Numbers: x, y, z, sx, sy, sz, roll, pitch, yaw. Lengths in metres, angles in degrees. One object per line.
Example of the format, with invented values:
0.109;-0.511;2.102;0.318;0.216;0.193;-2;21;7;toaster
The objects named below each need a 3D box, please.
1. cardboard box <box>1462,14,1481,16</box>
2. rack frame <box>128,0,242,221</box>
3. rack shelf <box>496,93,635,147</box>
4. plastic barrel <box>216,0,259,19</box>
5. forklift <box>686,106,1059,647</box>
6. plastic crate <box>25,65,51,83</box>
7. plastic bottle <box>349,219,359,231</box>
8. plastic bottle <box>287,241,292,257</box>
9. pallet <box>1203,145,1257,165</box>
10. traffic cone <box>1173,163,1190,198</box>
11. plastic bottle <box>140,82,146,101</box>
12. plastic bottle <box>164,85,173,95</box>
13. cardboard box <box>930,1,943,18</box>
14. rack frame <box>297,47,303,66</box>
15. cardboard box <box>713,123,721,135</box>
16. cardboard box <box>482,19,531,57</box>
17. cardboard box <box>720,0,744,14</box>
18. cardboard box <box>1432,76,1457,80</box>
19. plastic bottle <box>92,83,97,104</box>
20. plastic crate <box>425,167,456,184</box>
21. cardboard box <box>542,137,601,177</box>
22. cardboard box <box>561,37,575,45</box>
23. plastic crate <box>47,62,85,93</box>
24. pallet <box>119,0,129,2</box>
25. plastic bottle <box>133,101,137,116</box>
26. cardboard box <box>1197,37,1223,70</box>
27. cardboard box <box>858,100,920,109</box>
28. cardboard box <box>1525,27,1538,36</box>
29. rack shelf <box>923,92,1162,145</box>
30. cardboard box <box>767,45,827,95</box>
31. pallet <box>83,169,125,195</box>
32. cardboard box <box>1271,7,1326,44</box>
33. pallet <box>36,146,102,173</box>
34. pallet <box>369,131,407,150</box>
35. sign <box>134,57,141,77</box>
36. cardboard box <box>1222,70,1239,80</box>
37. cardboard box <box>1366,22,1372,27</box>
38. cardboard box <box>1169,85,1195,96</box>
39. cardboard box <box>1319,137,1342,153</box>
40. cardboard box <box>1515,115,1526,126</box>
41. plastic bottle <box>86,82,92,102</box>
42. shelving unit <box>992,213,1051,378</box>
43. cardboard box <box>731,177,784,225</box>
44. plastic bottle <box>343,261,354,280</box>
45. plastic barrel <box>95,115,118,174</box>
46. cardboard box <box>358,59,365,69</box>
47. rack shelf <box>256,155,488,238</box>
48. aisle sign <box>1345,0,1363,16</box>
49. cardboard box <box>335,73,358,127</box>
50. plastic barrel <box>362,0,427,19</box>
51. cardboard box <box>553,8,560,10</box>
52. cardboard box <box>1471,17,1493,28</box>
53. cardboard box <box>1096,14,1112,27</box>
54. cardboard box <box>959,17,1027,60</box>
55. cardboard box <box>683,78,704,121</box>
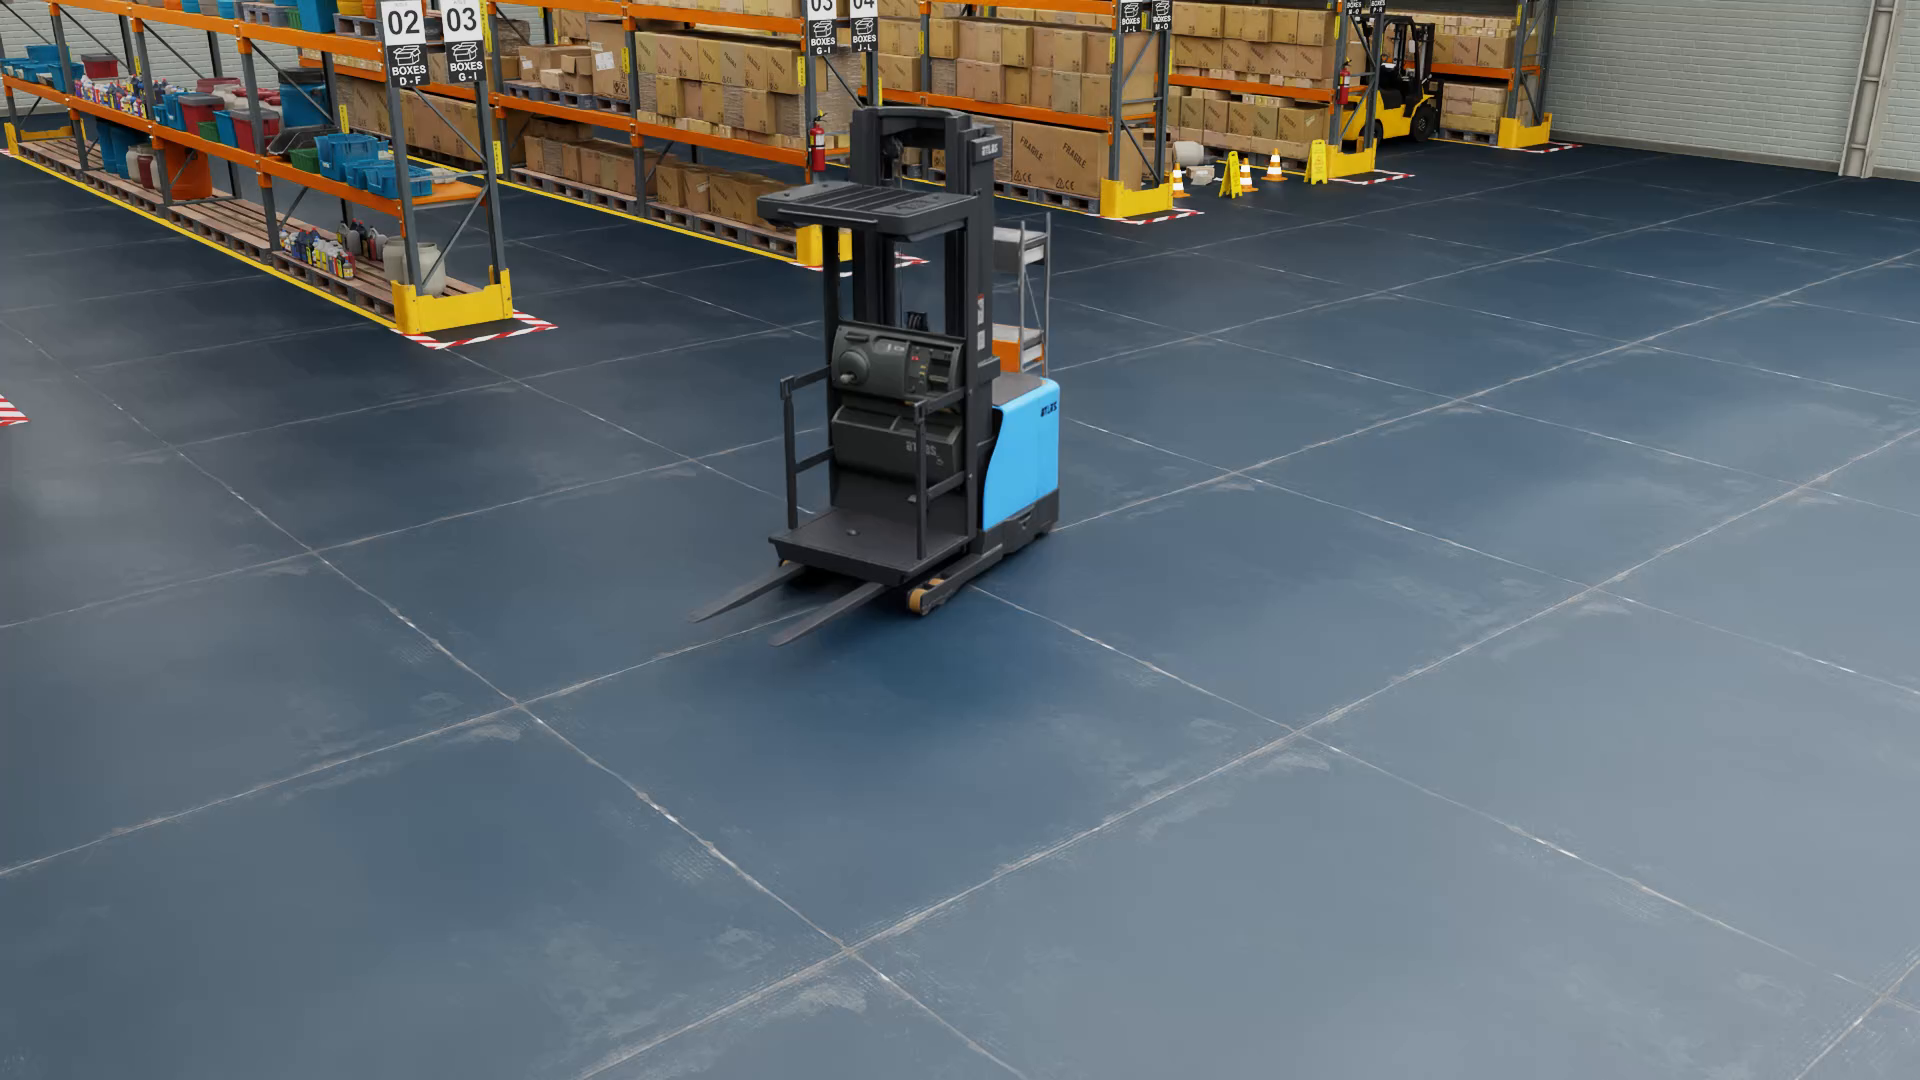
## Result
9.156;-9.275;29.618;0.380;0.149;0.250;-16;27;-36;cardboard box
-10.357;-5.845;22.295;1.000;3.000;0.127;-17;27;-37;rack frame
-5.299;-6.137;24.026;1.077;0.370;4.000;-17;27;-37;rack shelf
-8.243;-6.459;19.062;0.600;0.901;0.708;-17;27;-37;plastic barrel
-0.515;-1.093;10.255;1.130;2.935;3.031;13;25;30;forklift
-14.612;-7.412;26.443;0.416;0.233;0.300;-17;27;-37;plastic crate
-7.107;-3.602;19.597;0.144;0.351;0.185;-18;28;-39;plastic bottle
-7.737;-3.394;19.269;0.097;0.201;0.097;0;21;0;plastic bottle
4.779;-6.466;27.703;1.003;0.211;1.213;-17;27;-37;pallet
3.170;-5.271;24.306;0.336;0.463;0.334;-17;27;-37;traffic cone
-11.893;-6.546;24.262;0.097;0.271;0.097;0;21;0;plastic bottle
-11.300;-6.367;23.798;0.152;0.276;0.135;-17;27;-37;plastic bottle
-0.293;-10.255;32.045;0.500;0.500;0.500;-17;27;-37;cardboard box
-11.827;-9.235;30.949;1.000;3.000;0.127;-17;27;-37;rack frame
-2.895;-5.202;20.997;0.380;0.149;0.250;-17;27;-37;cardboard box
-7.070;-7.744;25.630;0.797;0.503;0.637;-16;27;-36;cardboard box
-2.546;-6.495;20.046;0.500;0.250;0.500;-17;27;-36;cardboard box
8.736;-8.336;30.477;0.500;0.250;0.500;-18;28;-38;cardboard box
-12.472;-6.448;23.994;0.061;0.283;0.133;-17;27;-37;plastic bottle
-5.476;-3.836;17.527;0.298;0.136;0.250;-17;27;-37;plastic crate
-5.781;-5.735;24.837;0.500;0.500;0.700;20;29;41;cardboard box
-7.708;-9.956;33.134;0.380;0.149;0.250;-18;28;-39;cardboard box
-13.531;-7.019;25.231;0.392;0.384;0.575;-17;27;-37;plastic crate
-10.782;-7.389;22.382;1.003;0.211;1.213;-17;27;-37;pallet
-11.220;-5.890;22.682;0.097;0.201;0.097;0;21;0;plastic bottle
4.253;-8.001;27.253;0.500;0.500;0.500;-18;28;-38;cardboard box
-1.271;-6.638;26.827;1.050;0.750;0.750;-17;27;-37;cardboard box
9.858;-8.860;28.966;0.380;0.149;0.250;-18;28;-39;cardboard box
1.135;-6.185;24.148;1.077;0.370;4.000;-17;27;-37;rack shelf
-1.929;-5.558;19.645;0.500;0.500;0.500;-17;27;-37;cardboard box
-12.496;-5.429;25.056;1.003;0.211;1.213;-17;27;-37;pallet
5.301;-8.055;26.020;0.700;0.500;0.500;-17;27;-37;cardboard box
-14.278;-6.183;26.982;1.003;0.211;1.213;-17;27;-37;pallet
-9.653;-7.060;29.220;1.003;0.211;1.213;-17;27;-37;pallet
-12.550;-7.210;25.399;0.100;0.325;0.005;-17;27;-37;sign
4.490;-7.580;27.067;0.380;0.149;0.250;-18;27;-38;cardboard box
7.642;-9.523;30.657;0.380;0.149;0.250;-18;27;-38;cardboard box
3.730;-7.569;27.972;0.380;0.149;0.250;-17;27;-37;cardboard box
5.808;-6.377;26.848;0.500;0.250;0.500;-18;28;-38;cardboard box
9.710;-7.454;29.595;0.500;0.250;0.500;-17;27;-37;cardboard box
-12.661;-6.532;24.226;0.097;0.271;0.097;0;21;0;plastic bottle
0.309;-1.272;11.854;0.503;2.100;0.431;12;25;29;shelving unit
-2.588;-4.357;21.346;0.500;0.500;0.500;-14;26;-33;cardboard box
-6.666;-2.940;18.111;0.097;0.201;0.097;0;21;0;plastic bottle
-12.626;-6.015;25.029;0.600;0.901;0.708;-17;27;-37;plastic barrel
-10.167;-8.232;28.733;0.380;0.149;0.250;-17;27;-36;cardboard box
-6.441;-3.853;18.194;1.077;0.370;4.000;-17;27;-37;rack shelf
5.945;-8.298;24.992;0.394;0.787;0.004;-17;27;-37;aisle sign
-10.755;-8.032;30.215;0.875;0.875;0.875;-17;27;-37;cardboard box
-5.549;-5.531;16.216;0.600;0.830;0.708;-17;27;-37;plastic barrel
-7.911;-10.851;33.159;0.500;0.500;0.500;-18;27;-38;cardboard box
9.113;-9.019;28.962;0.380;0.149;0.250;-17;27;-36;cardboard box
2.714;-8.869;28.894;0.500;0.500;0.500;-17;27;-37;cardboard box
0.491;-7.410;24.605;0.875;0.550;0.550;-17;27;-37;cardboard box
-3.045;-5.705;21.391;0.875;0.500;0.500;-17;27;-37;cardboard box
